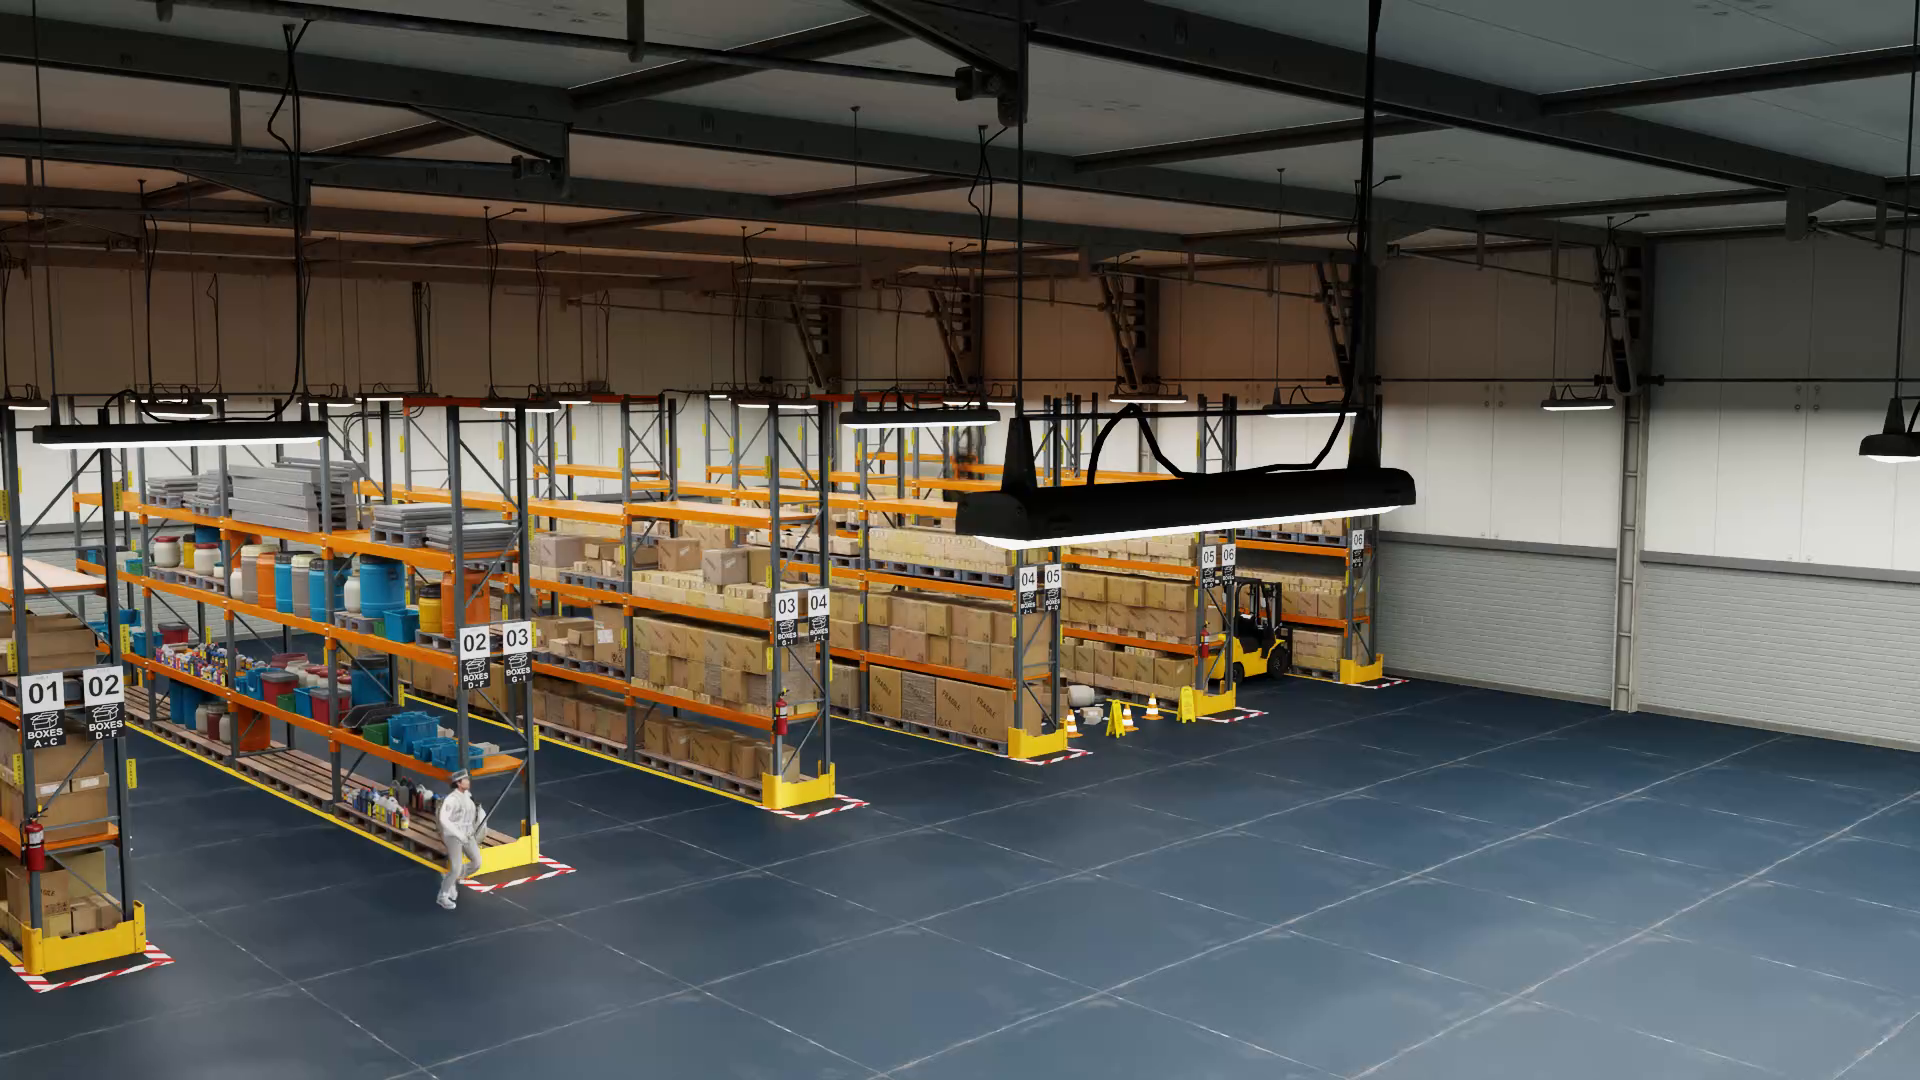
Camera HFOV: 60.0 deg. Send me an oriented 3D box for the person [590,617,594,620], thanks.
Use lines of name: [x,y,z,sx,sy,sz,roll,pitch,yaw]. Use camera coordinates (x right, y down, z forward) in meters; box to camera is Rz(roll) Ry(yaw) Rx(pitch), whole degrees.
person: [-7.572,2.180,34.558,0.918,1.693,0.600,4,7,35]

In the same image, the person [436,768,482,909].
person: [-6.014,3.580,20.117,0.494,1.632,0.673,2,6,18]
